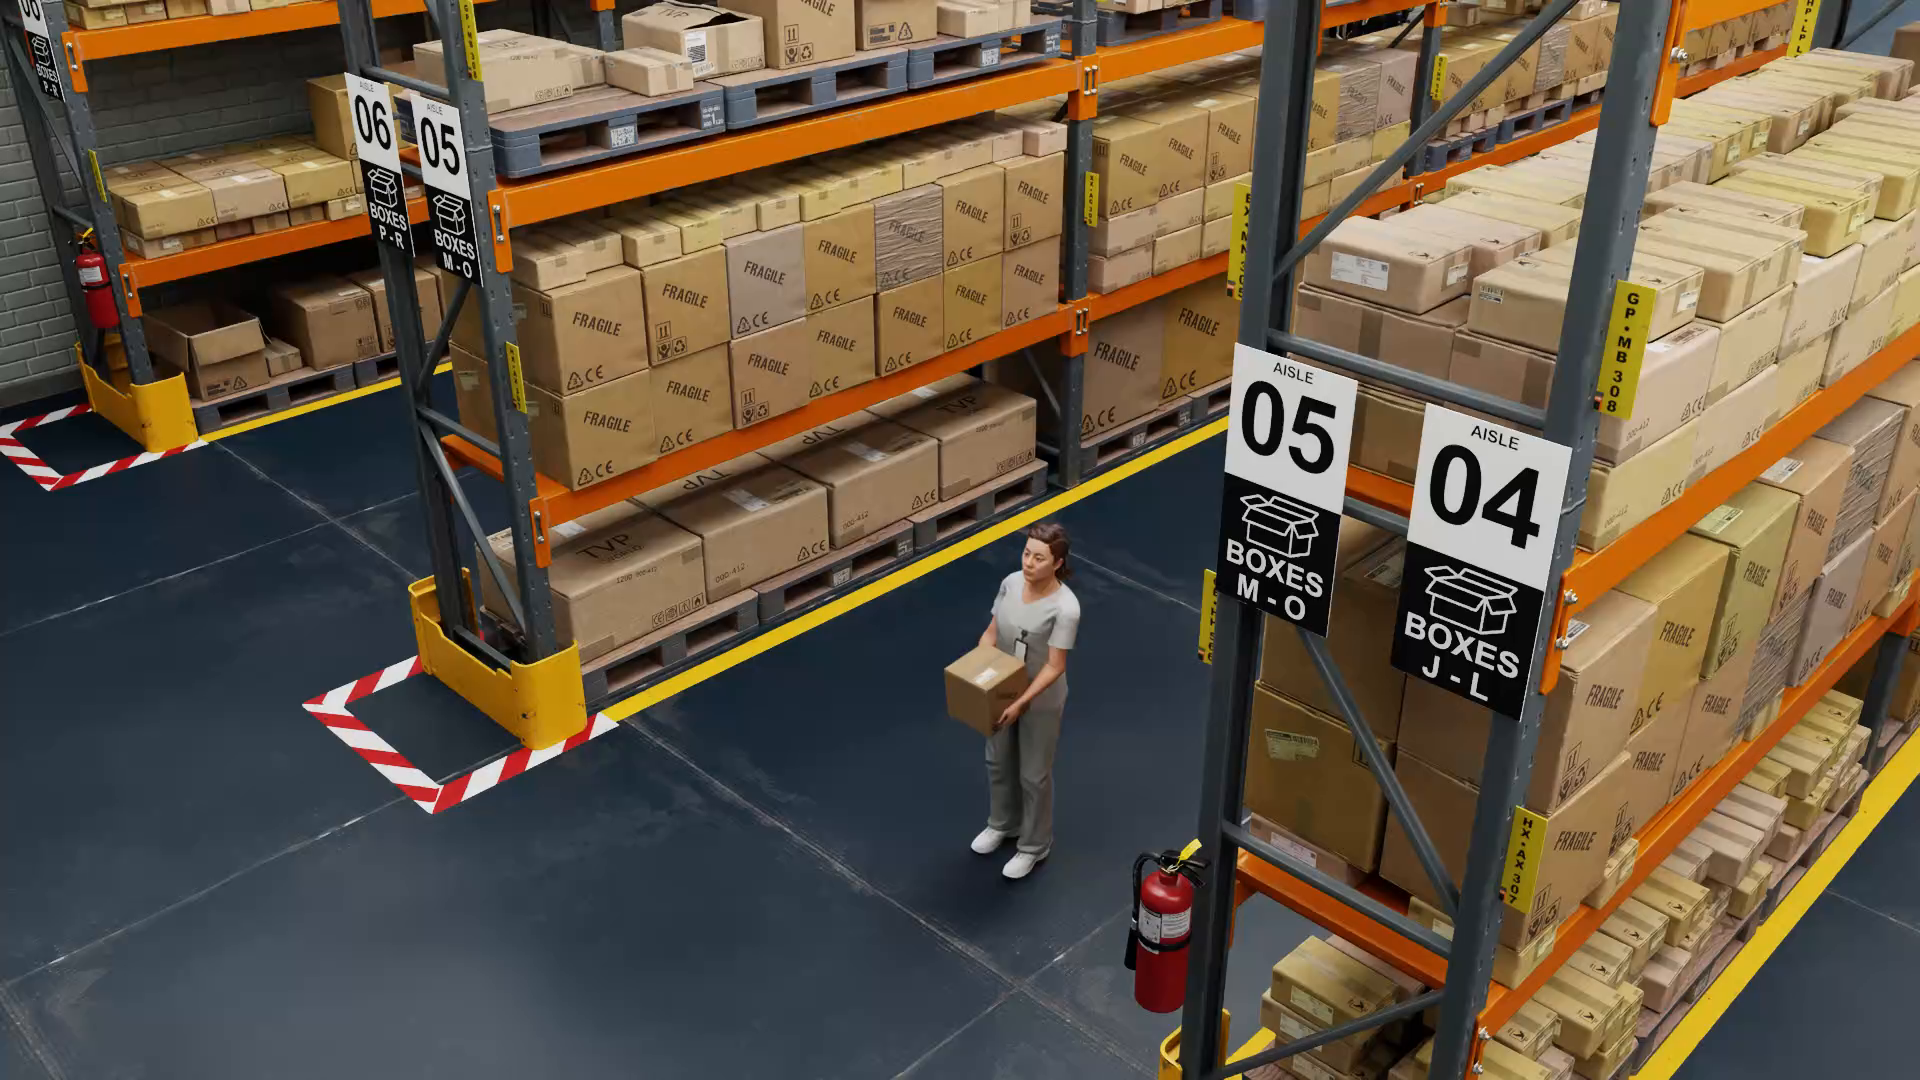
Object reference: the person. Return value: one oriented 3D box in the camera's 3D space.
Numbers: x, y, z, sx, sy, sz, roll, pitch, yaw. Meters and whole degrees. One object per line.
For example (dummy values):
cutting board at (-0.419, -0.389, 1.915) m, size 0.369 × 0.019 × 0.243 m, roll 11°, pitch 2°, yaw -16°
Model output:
person at (0.265, 0.713, 7.275) m, size 0.444 × 1.671 × 0.547 m, roll 25°, pitch 37°, yaw 38°
